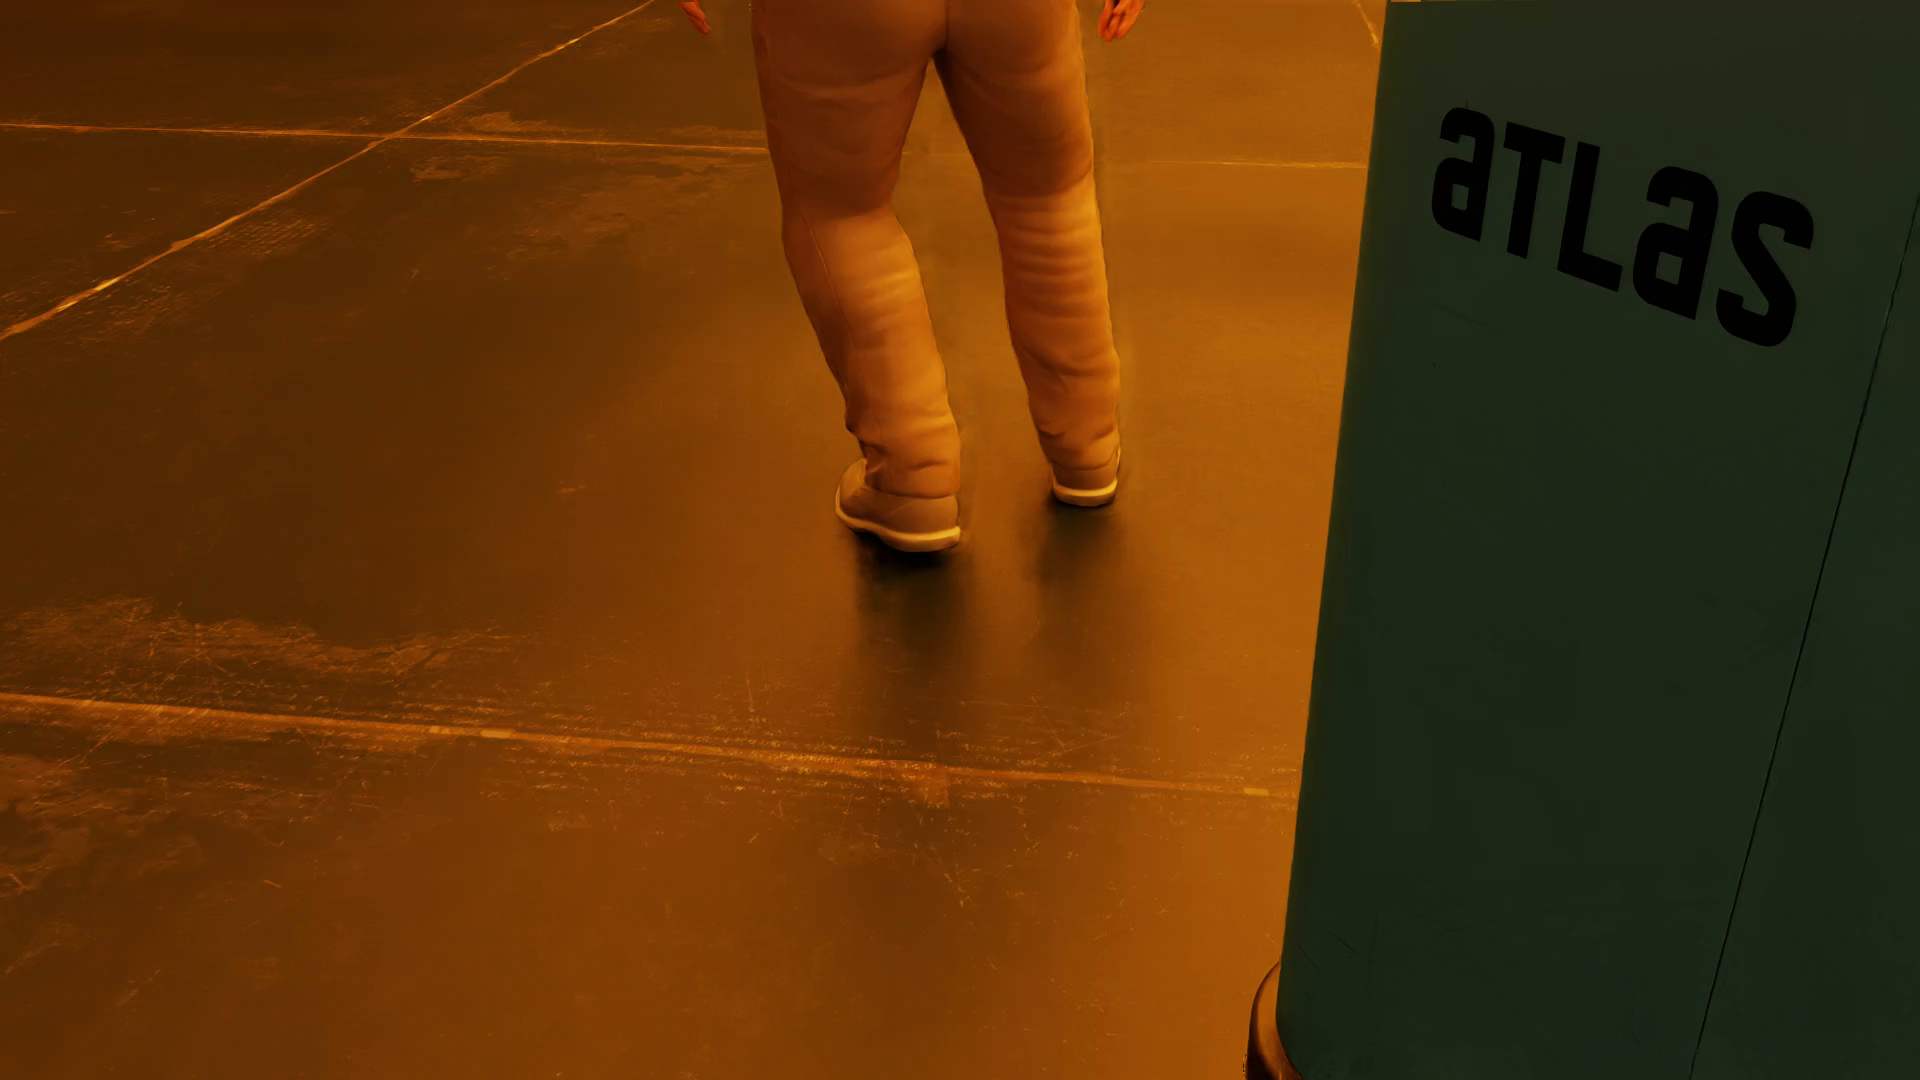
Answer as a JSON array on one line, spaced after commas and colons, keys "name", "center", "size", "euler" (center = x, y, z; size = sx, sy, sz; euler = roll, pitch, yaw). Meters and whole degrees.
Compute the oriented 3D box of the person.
[{"name": "person", "center": [-0.019, -0.797, 2.218], "size": [0.726, 1.711, 0.461], "euler": [-10, 28, -20]}]
